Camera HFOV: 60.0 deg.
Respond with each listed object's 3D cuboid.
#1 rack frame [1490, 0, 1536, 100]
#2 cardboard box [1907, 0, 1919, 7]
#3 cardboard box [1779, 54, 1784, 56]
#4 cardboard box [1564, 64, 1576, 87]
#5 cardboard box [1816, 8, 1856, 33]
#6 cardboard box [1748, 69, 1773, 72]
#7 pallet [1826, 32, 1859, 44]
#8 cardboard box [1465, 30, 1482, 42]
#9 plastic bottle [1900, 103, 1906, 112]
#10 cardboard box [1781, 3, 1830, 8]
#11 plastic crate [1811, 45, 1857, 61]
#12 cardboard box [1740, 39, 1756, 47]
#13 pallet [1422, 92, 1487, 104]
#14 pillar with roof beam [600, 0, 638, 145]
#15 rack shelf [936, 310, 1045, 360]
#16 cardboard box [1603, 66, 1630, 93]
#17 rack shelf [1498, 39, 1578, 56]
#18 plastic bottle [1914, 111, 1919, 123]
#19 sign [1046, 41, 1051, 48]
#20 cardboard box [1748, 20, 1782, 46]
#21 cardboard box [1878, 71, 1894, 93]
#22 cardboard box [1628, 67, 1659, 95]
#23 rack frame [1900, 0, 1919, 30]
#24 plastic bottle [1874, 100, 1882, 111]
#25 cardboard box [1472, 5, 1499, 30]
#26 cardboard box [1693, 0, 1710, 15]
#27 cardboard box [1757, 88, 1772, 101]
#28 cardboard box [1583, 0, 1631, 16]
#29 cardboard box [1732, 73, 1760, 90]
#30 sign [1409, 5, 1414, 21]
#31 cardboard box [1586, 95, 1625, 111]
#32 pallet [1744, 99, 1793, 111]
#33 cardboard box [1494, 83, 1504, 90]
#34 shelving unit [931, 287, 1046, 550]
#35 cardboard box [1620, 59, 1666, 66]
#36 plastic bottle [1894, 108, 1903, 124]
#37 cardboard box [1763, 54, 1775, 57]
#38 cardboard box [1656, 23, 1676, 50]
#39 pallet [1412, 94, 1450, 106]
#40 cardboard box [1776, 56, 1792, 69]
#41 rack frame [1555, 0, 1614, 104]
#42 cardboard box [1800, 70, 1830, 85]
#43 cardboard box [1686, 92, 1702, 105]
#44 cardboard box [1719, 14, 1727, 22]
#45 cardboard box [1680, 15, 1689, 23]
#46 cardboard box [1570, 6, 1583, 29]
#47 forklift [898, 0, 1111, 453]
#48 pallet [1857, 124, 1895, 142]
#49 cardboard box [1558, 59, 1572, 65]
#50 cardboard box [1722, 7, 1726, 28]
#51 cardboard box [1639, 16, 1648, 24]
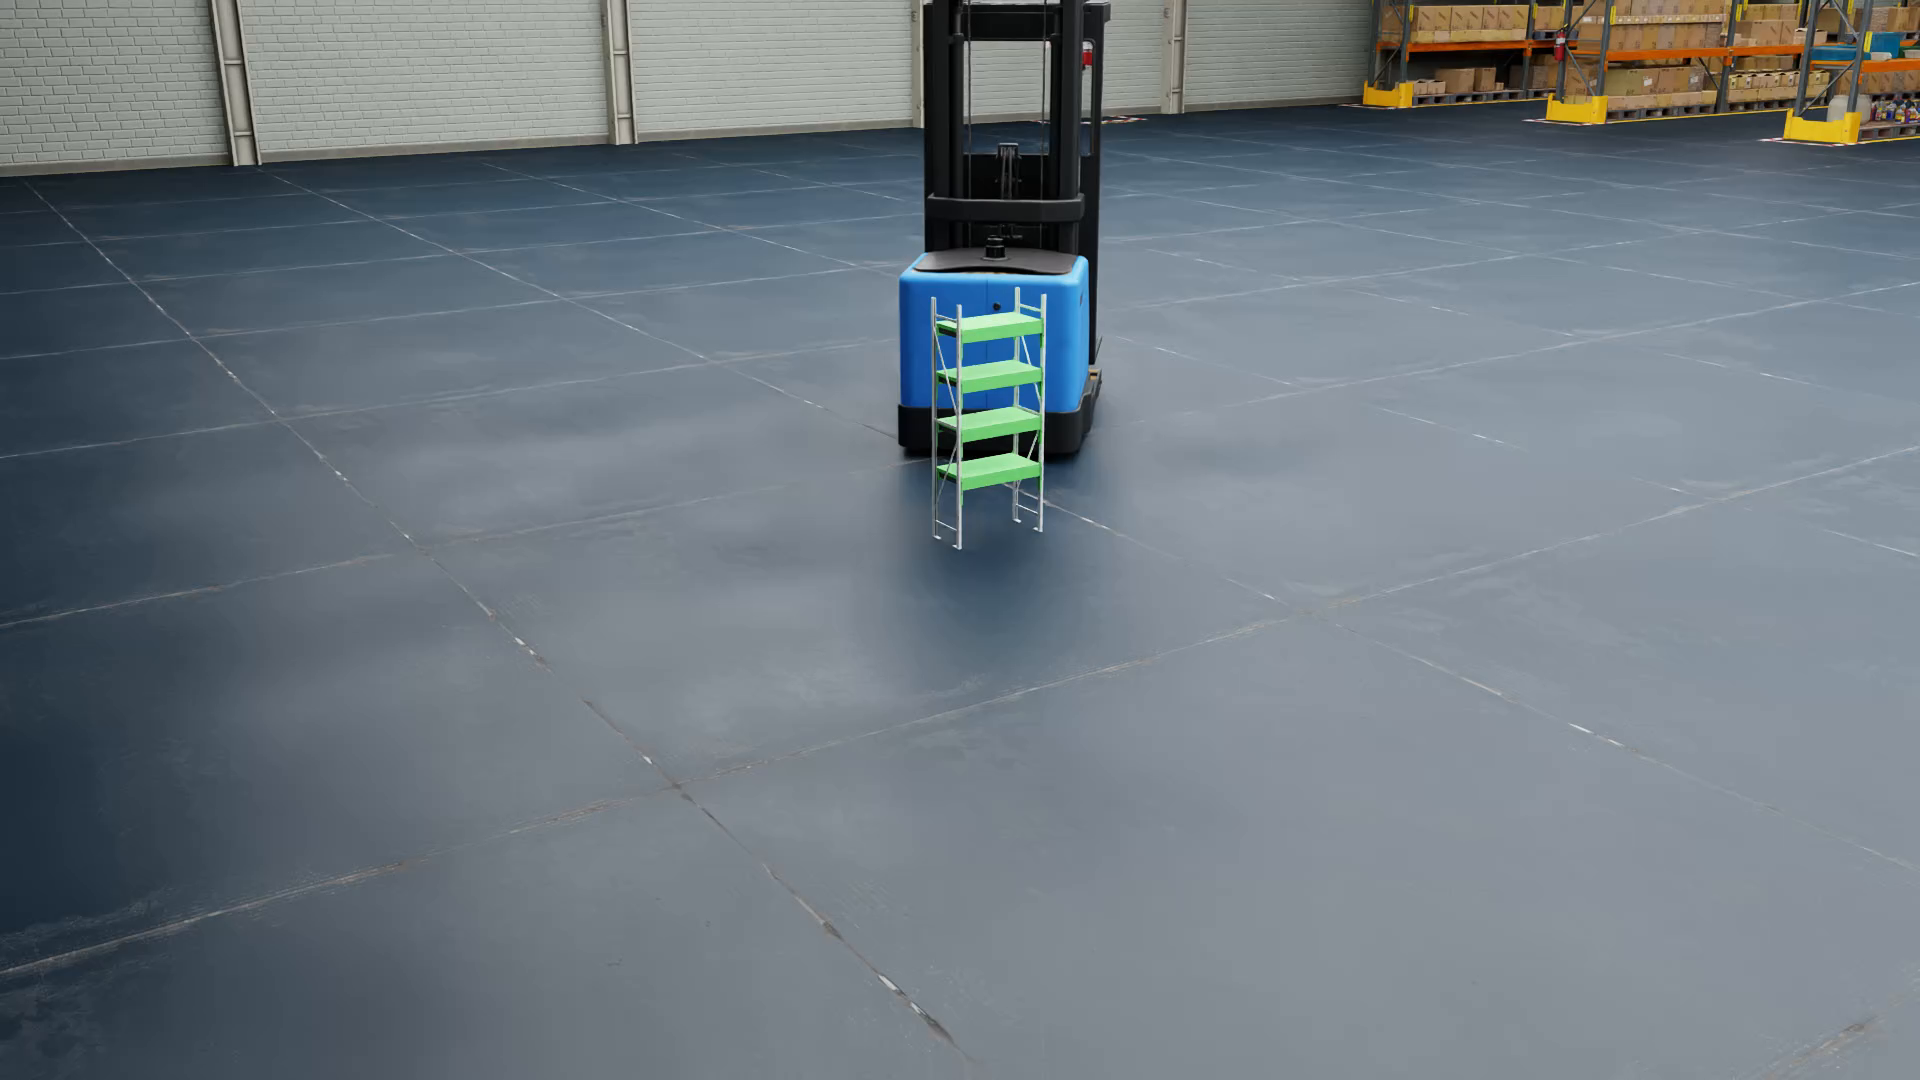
[{"bbox_3d":[12.607,-11.610,37.904,0.127,3.000,1.000,-12,22,-31],"label":"rack frame"},{"bbox_3d":[22.296,-12.374,38.447,0.500,0.500,0.500,-12,22,-31],"label":"cardboard box"},{"bbox_3d":[21.462,-12.838,43.770,0.250,0.149,0.380,-12,22,-31],"label":"cardboard box"},{"bbox_3d":[14.065,-10.952,39.173,0.500,0.500,0.700,-12,22,-31],"label":"cardboard box"},{"bbox_3d":[19.139,-11.378,36.404,0.700,0.500,0.500,14,23,35],"label":"cardboard box"},{"bbox_3d":[17.215,-9.955,35.769,0.500,0.311,0.500,-13,22,-33],"label":"cardboard box"},{"bbox_3d":[19.202,-11.038,36.510,1.003,0.211,1.213,-12,22,-31],"label":"pallet"},{"bbox_3d":[11.126,-11.117,36.648,0.500,0.250,0.500,-12,22,-31],"label":"cardboard box"},{"bbox_3d":[17.098,-7.787,30.169,0.097,0.271,0.097,0,19,0],"label":"plastic bottle"},{"bbox_3d":[22.208,-13.774,43.834,0.700,0.700,0.980,-11,21,-29],"label":"cardboard box"},{"bbox_3d":[14.968,-8.354,28.503,0.616,0.251,0.499,-12,22,-31],"label":"plastic crate"},{"bbox_3d":[16.187,-10.268,34.327,0.250,0.149,0.380,-12,22,-31],"label":"cardboard box"},{"bbox_3d":[11.045,-9.945,37.333,1.213,0.211,1.003,-12,22,-31],"label":"pallet"},{"bbox_3d":[-3.291,-9.780,23.124,0.400,9.000,9.100,-12,22,-31],"label":"pillar with roof beam"},{"bbox_3d":[0.138,-0.992,8.006,0.480,0.148,0.258,-12,22,-31],"label":"rack shelf"},{"bbox_3d":[13.105,-9.187,33.203,0.500,0.500,0.500,-12,22,-31],"label":"cardboard box"},{"bbox_3d":[14.277,-11.622,39.061,4.000,0.370,1.077,-12,22,-31],"label":"rack shelf"},{"bbox_3d":[16.853,-7.470,29.339,0.097,0.201,0.097,0,19,0],"label":"plastic bottle"},{"bbox_3d":[1.760,-9.726,32.273,0.234,0.329,0.001,-12,22,-31],"label":"sign"},{"bbox_3d":[16.843,-10.645,34.893,0.500,0.500,0.500,-12,22,-31],"label":"cardboard box"},{"bbox_3d":[20.501,-10.293,37.222,0.500,0.500,0.500,-13,23,-33],"label":"cardboard box"},{"bbox_3d":[13.391,-9.048,32.791,0.500,0.500,0.500,-12,22,-31],"label":"cardboard box"},{"bbox_3d":[22.016,-11.695,38.154,0.127,3.000,1.000,-12,22,-31],"label":"rack frame"},{"bbox_3d":[16.485,-7.742,29.910,0.185,0.351,0.144,-11,22,-29],"label":"plastic bottle"},{"bbox_3d":[11.542,-11.563,36.795,0.500,0.500,0.500,-13,22,-33],"label":"cardboard box"},{"bbox_3d":[14.546,-10.779,33.262,0.500,0.500,0.700,-12,22,-32],"label":"cardboard box"},{"bbox_3d":[16.666,-9.369,34.911,0.500,0.250,0.500,-13,22,-33],"label":"cardboard box"},{"bbox_3d":[12.435,-10.331,31.939,0.500,0.500,0.700,-12,22,-31],"label":"cardboard box"},{"bbox_3d":[16.237,-9.541,34.545,0.500,0.311,0.500,-12,22,-32],"label":"cardboard box"},{"bbox_3d":[9.565,-11.171,35.252,0.005,0.325,0.100,-12,22,-31],"label":"sign"},{"bbox_3d":[12.564,-8.513,32.379,0.500,0.250,0.500,-12,22,-31],"label":"cardboard box"},{"bbox_3d":[16.948,-9.321,35.487,1.213,0.211,1.003,-12,22,-31],"label":"pallet"},{"bbox_3d":[12.176,-10.374,37.985,0.250,0.166,0.380,-16,24,-38],"label":"cardboard box"},{"bbox_3d":[0.138,-0.598,8.139,0.503,1.200,0.258,-12,22,-31],"label":"shelving unit"},{"bbox_3d":[16.634,-11.590,40.544,0.750,0.750,0.750,-12,22,-32],"label":"cardboard box"},{"bbox_3d":[16.400,-7.408,29.046,0.097,0.271,0.097,0,19,0],"label":"plastic bottle"},{"bbox_3d":[20.791,-12.549,42.916,0.250,0.149,0.380,-13,22,-33],"label":"cardboard box"},{"bbox_3d":[13.682,-9.981,32.928,0.500,0.500,0.700,-11,22,-30],"label":"cardboard box"},{"bbox_3d":[10.027,-9.732,36.701,1.213,0.211,1.003,-12,22,-31],"label":"pallet"},{"bbox_3d":[21.262,-12.412,43.522,0.500,0.500,0.700,-13,22,-33],"label":"cardboard box"},{"bbox_3d":[11.994,-9.581,31.902,0.127,3.000,1.000,-12,22,-31],"label":"rack frame"},{"bbox_3d":[18.373,-9.994,35.886,0.500,0.311,0.500,-11,22,-30],"label":"cardboard box"},{"bbox_3d":[14.644,-8.957,33.692,0.500,0.250,0.500,-12,22,-31],"label":"cardboard box"},{"bbox_3d":[15.225,-10.535,33.555,0.250,0.149,0.380,-12,22,-31],"label":"cardboard box"},{"bbox_3d":[14.164,-10.312,32.895,0.250,0.149,0.380,-11,22,-30],"label":"cardboard box"},{"bbox_3d":[14.054,-12.167,38.709,0.500,0.500,0.700,-9,21,-24],"label":"cardboard box"},{"bbox_3d":[0.356,-2.312,10.507,1.130,2.935,3.031,3,19,7],"label":"forklift"},{"bbox_3d":[15.434,-7.102,28.924,1.213,0.211,1.003,-12,22,-31],"label":"pallet"},{"bbox_3d":[14.011,-11.295,39.016,0.500,0.250,0.500,-13,22,-33],"label":"cardboard box"},{"bbox_3d":[18.621,-12.976,41.291,0.500,0.500,0.500,-12,22,-31],"label":"cardboard box"},{"bbox_3d":[13.080,-10.082,32.215,0.250,0.149,0.380,-12,22,-32],"label":"cardboard box"}]
